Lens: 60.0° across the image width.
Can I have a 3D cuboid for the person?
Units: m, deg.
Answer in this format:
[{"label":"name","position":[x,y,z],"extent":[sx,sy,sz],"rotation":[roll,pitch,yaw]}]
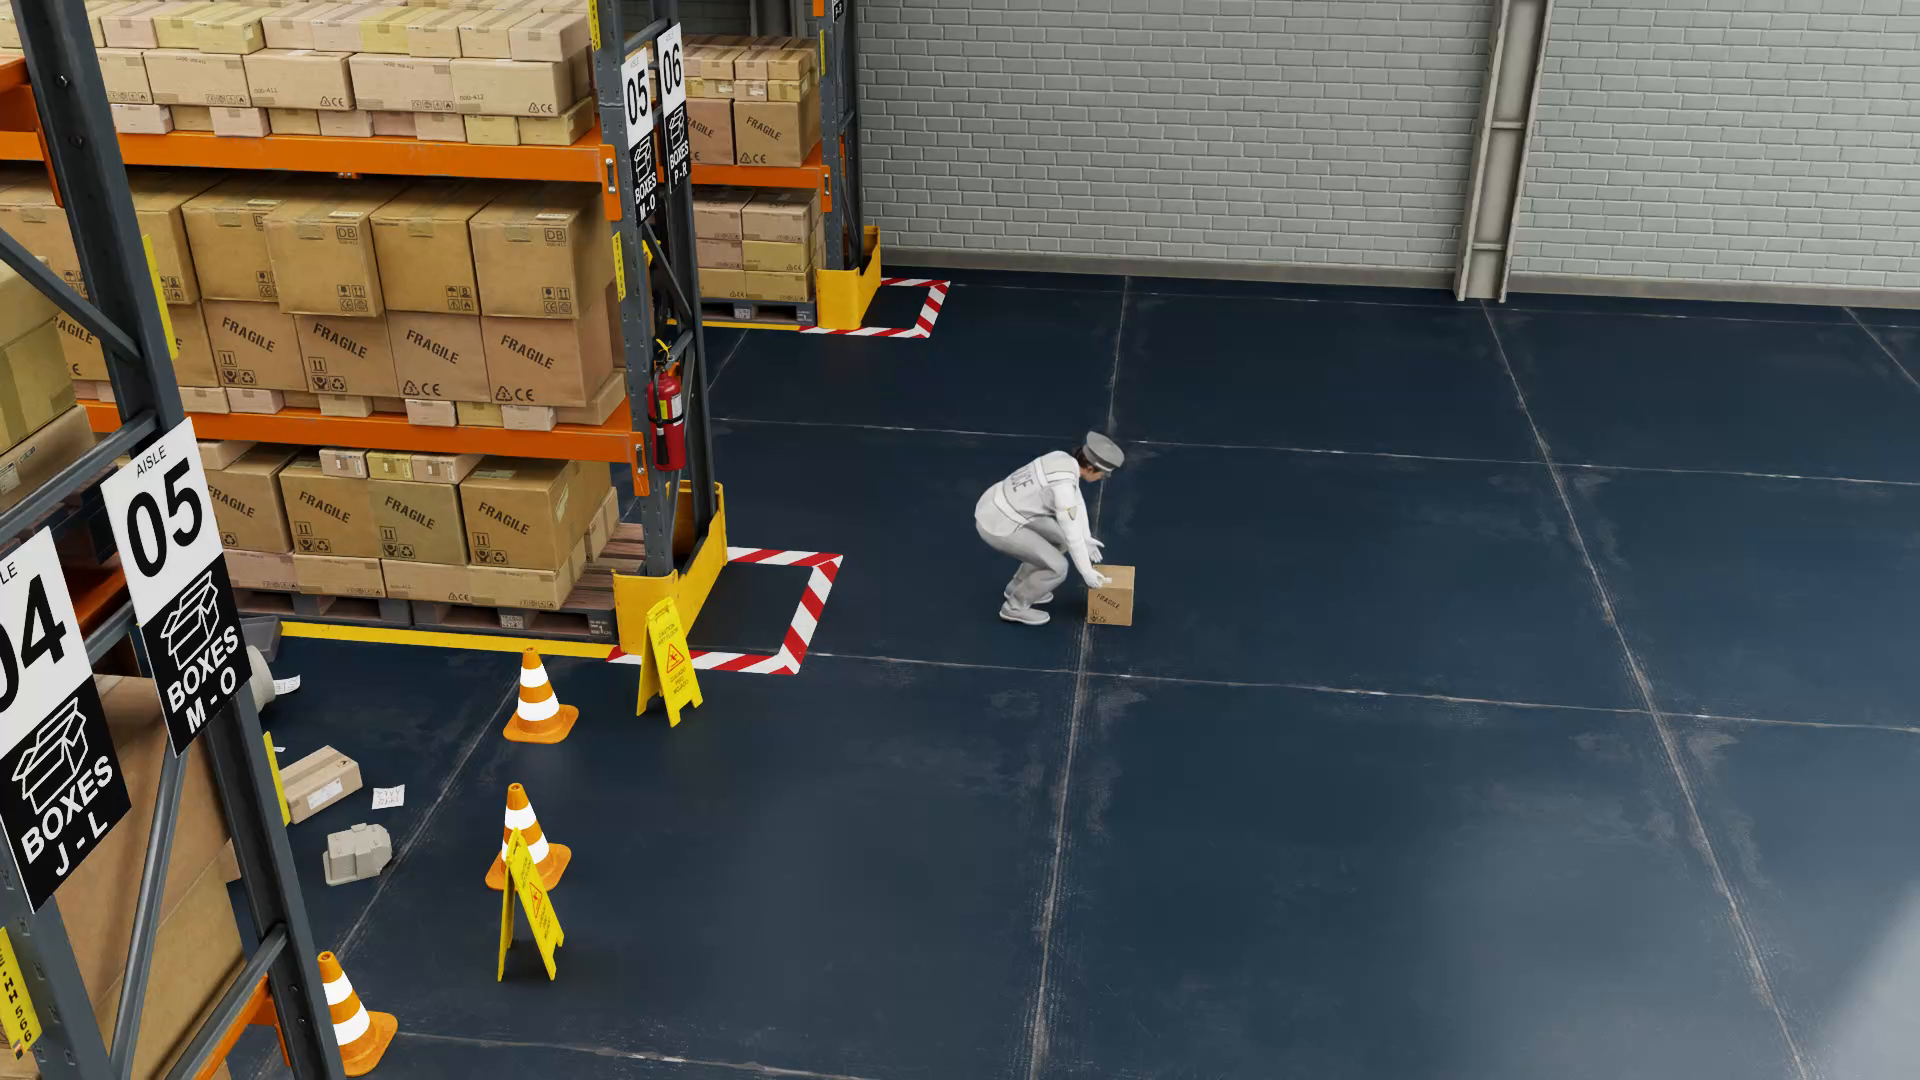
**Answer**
[{"label":"person","position":[0.499,-0.091,9.385],"extent":[0.820,1.101,0.500],"rotation":[3,29,6]}]
